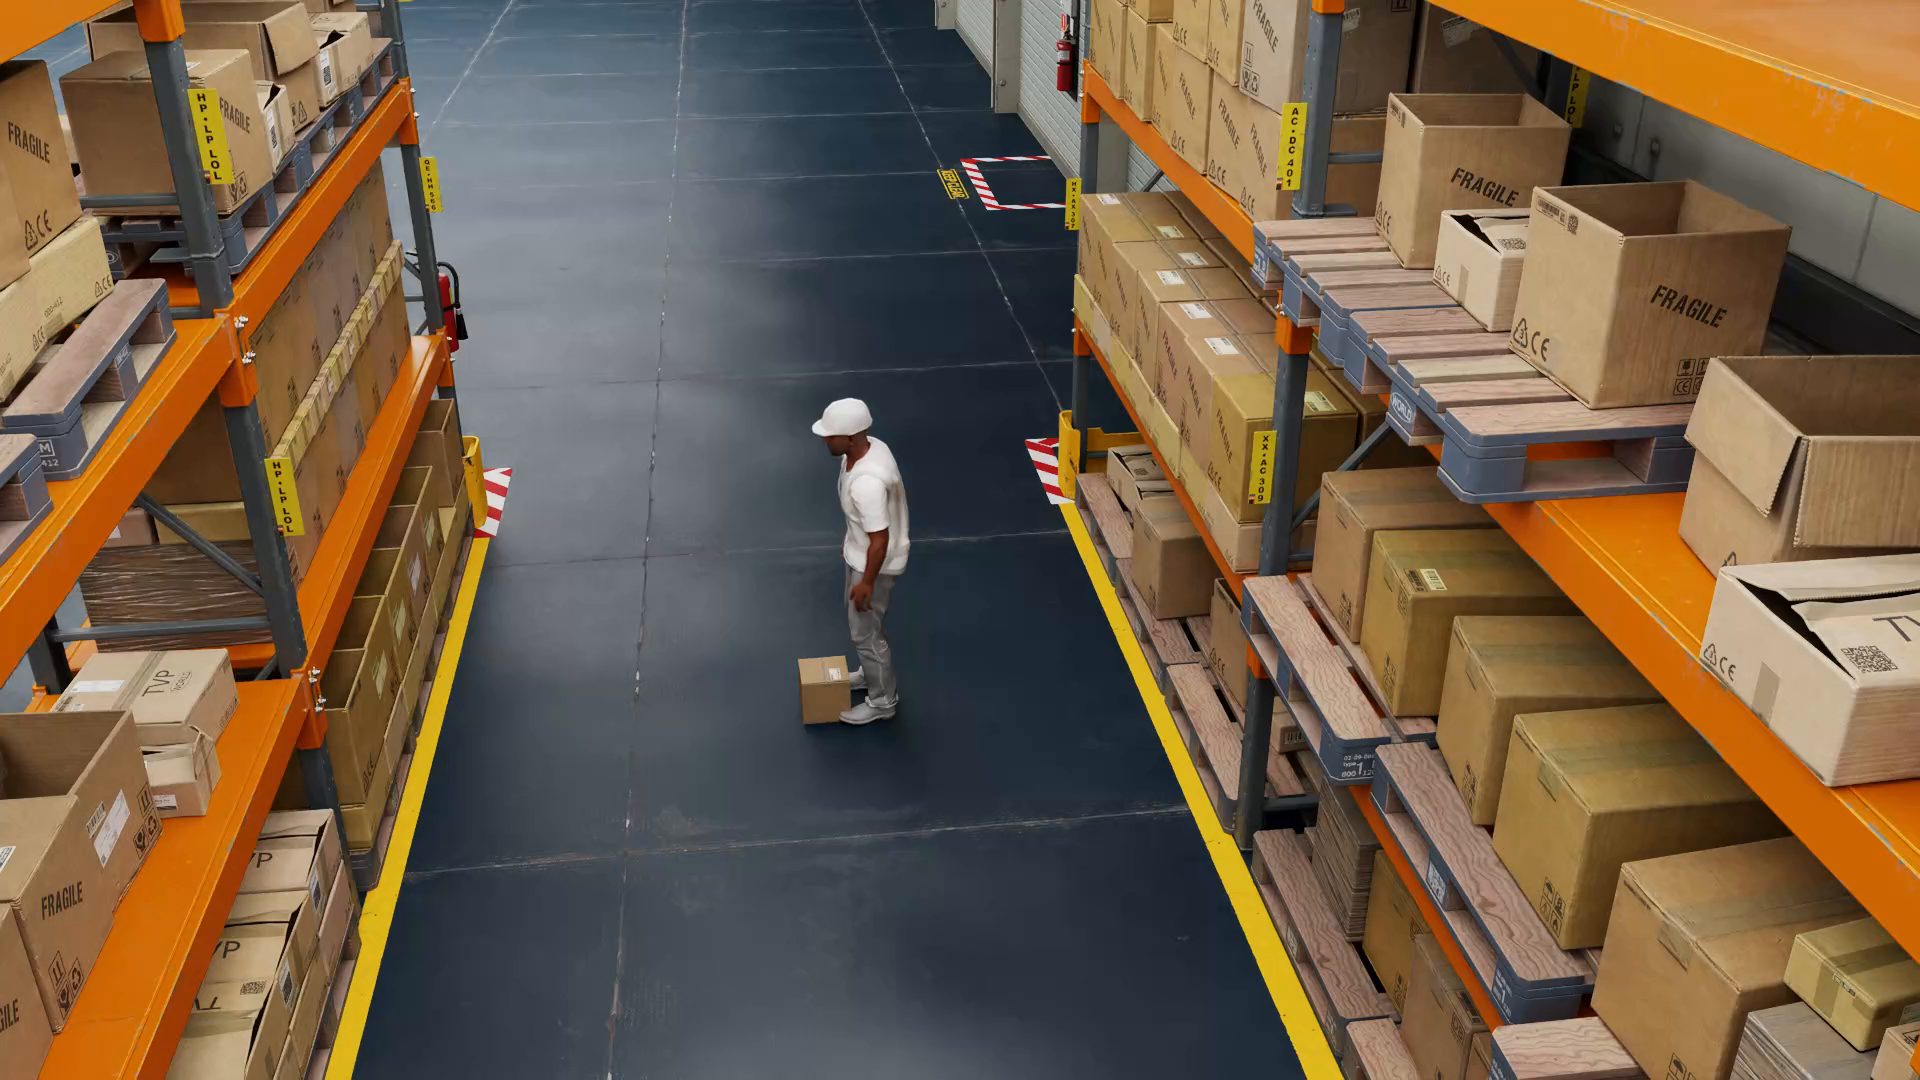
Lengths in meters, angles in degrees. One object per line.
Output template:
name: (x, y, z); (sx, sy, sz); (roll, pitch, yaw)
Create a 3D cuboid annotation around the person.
person: (-0.488, 0.093, 8.414); (0.459, 1.761, 0.626); (-4, 27, -7)
